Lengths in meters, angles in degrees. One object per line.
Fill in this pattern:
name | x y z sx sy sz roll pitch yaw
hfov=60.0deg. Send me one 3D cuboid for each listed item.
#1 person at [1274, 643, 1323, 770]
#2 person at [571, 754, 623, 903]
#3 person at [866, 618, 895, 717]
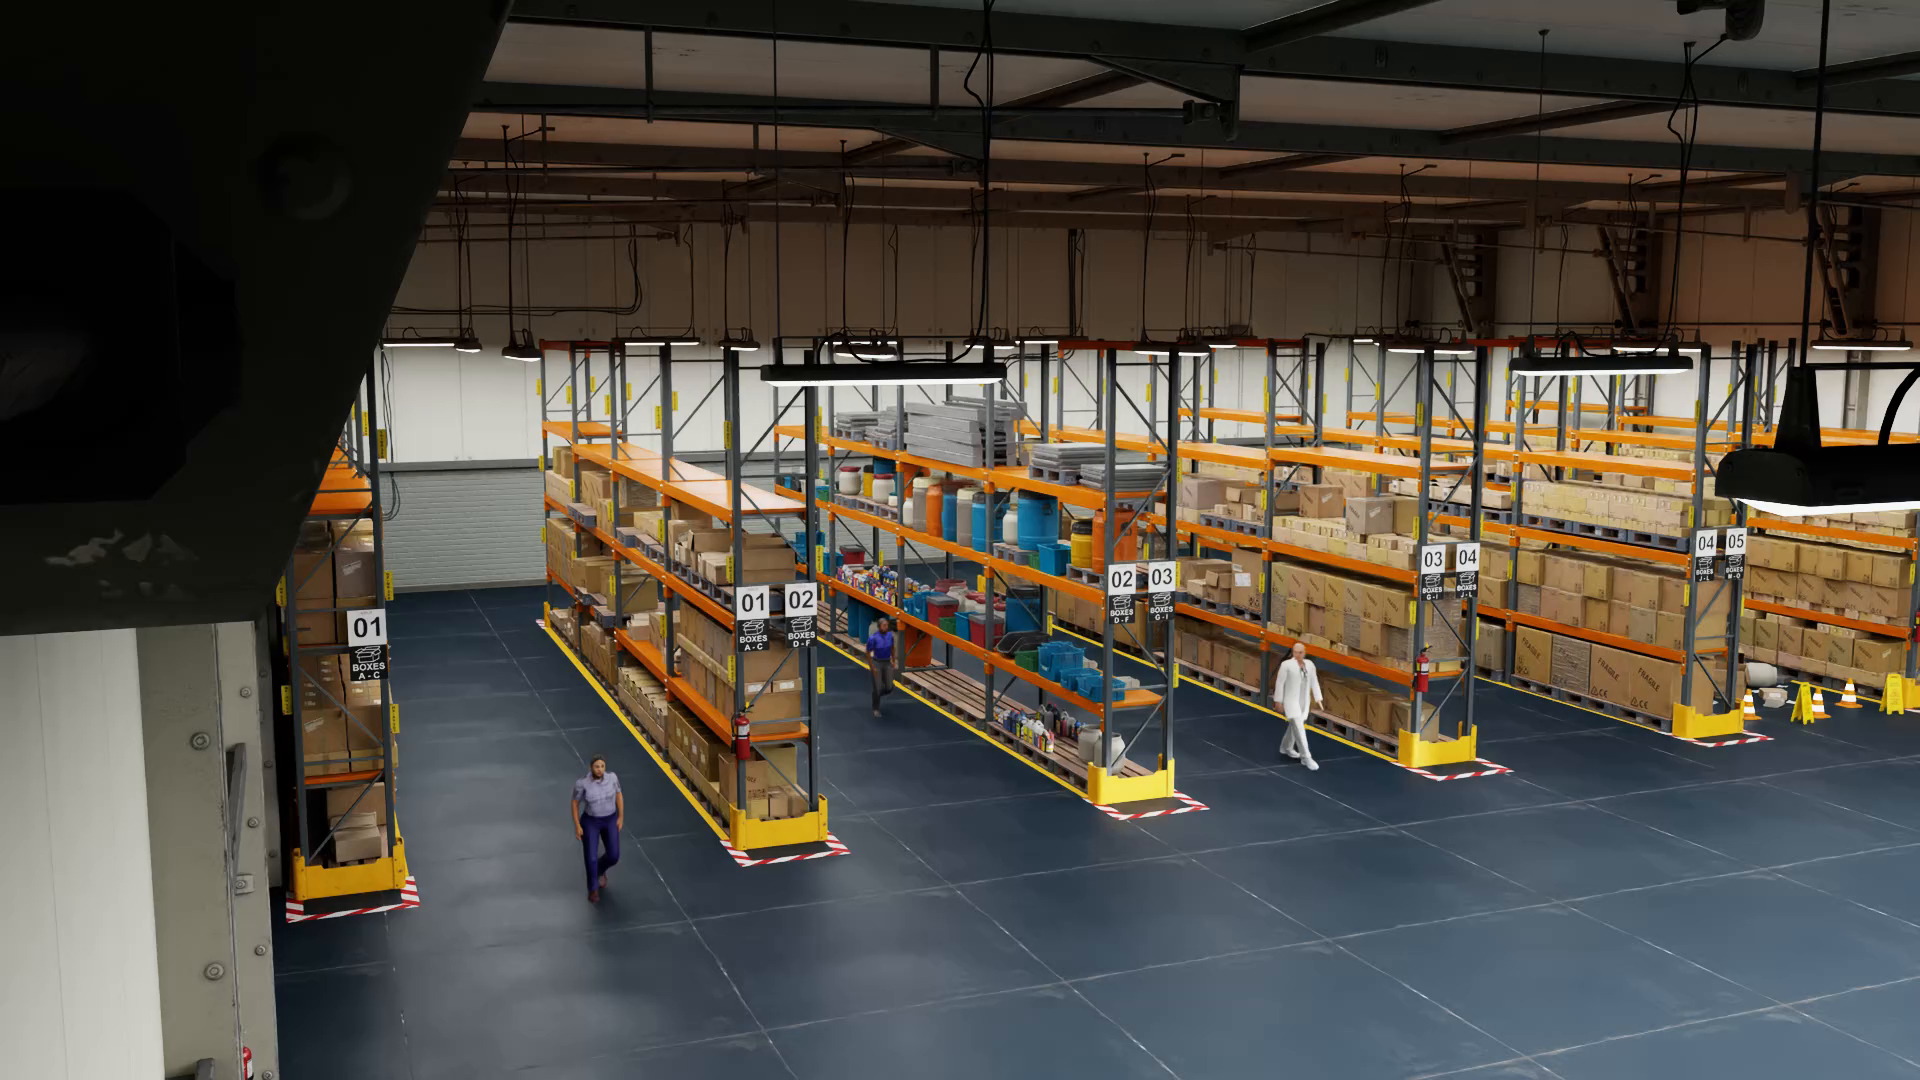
person | 4.889 2.341 23.892 0.607 1.744 0.997 -4 8 -25
person | -4.029 3.157 18.477 0.563 1.610 0.558 -3 8 -24
person | -1.310 2.039 27.016 0.538 1.622 0.547 -4 9 -29
